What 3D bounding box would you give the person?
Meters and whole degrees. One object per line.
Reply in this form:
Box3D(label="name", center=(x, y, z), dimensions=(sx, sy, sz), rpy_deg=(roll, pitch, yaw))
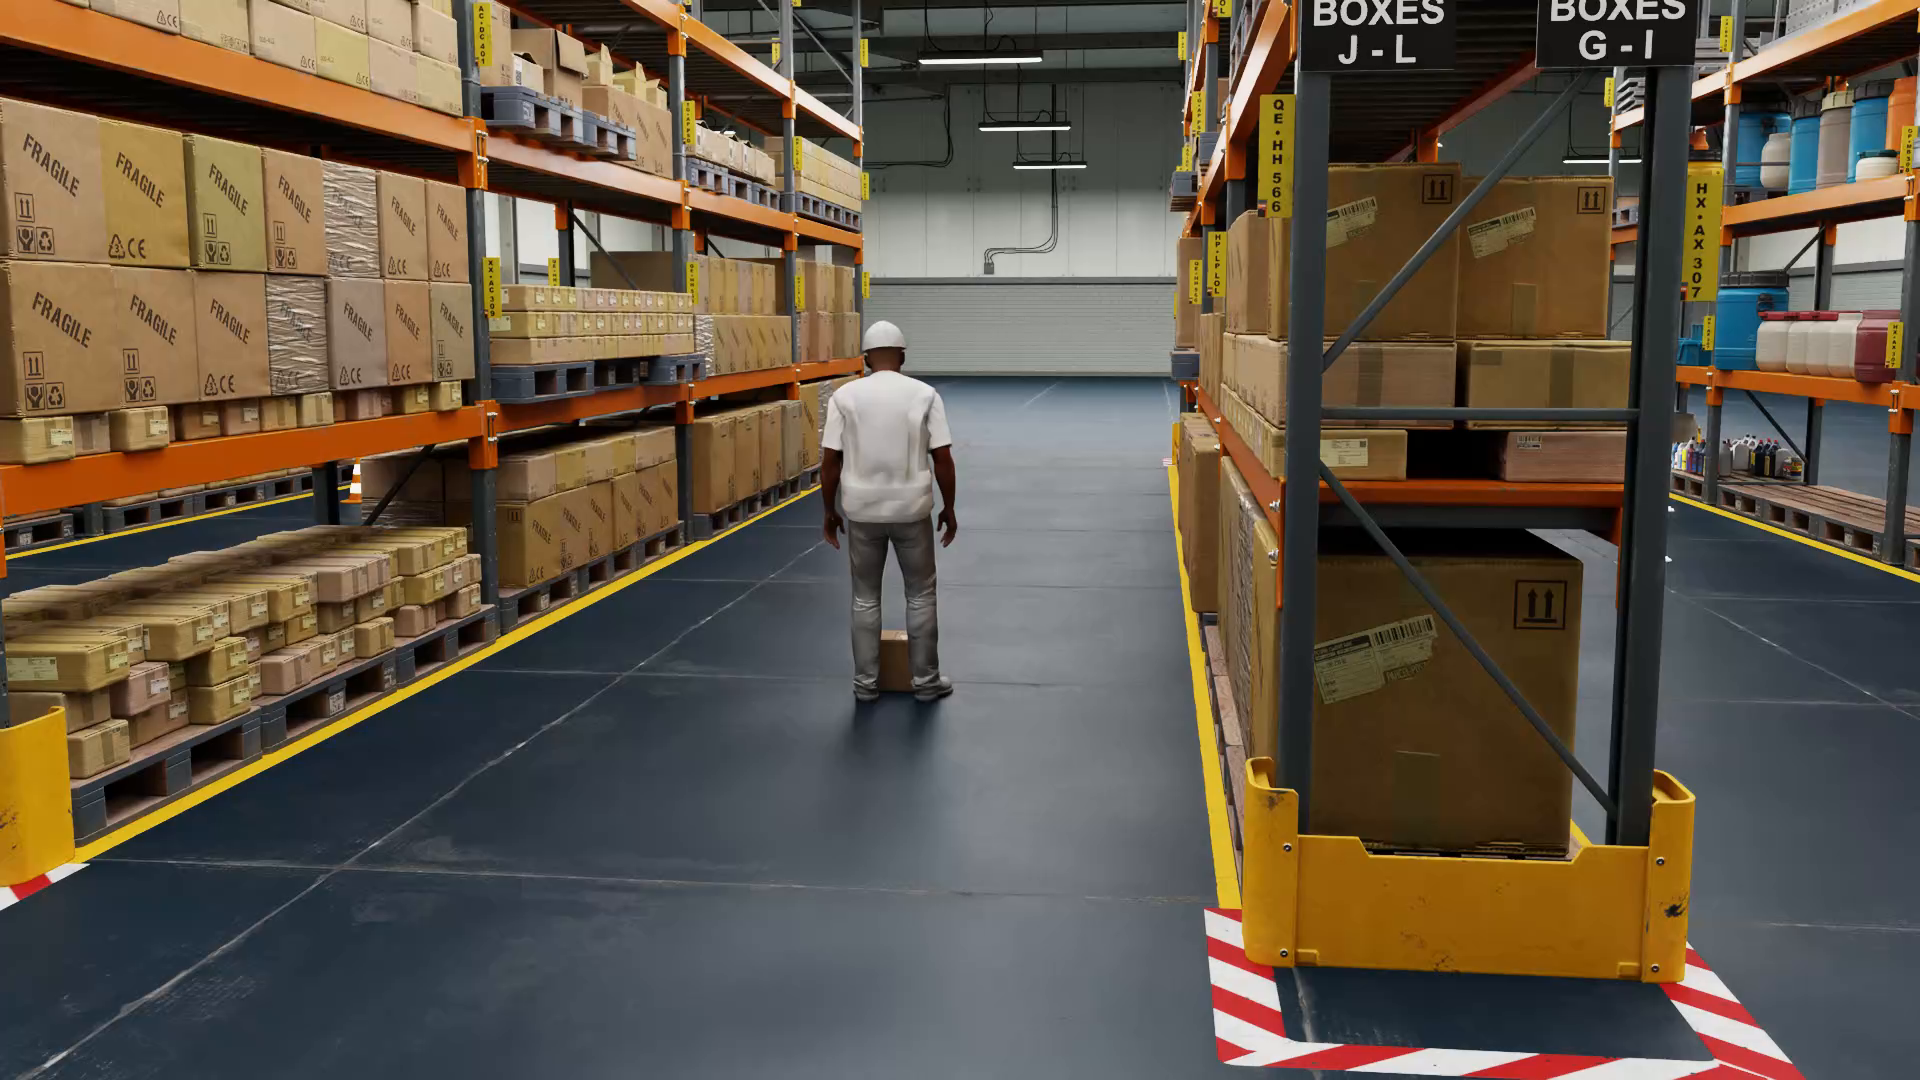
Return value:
Box3D(label="person", center=(-0.328, -0.134, 7.737), dimensions=(0.628, 1.759, 0.461), rpy_deg=(0, 8, 3))
